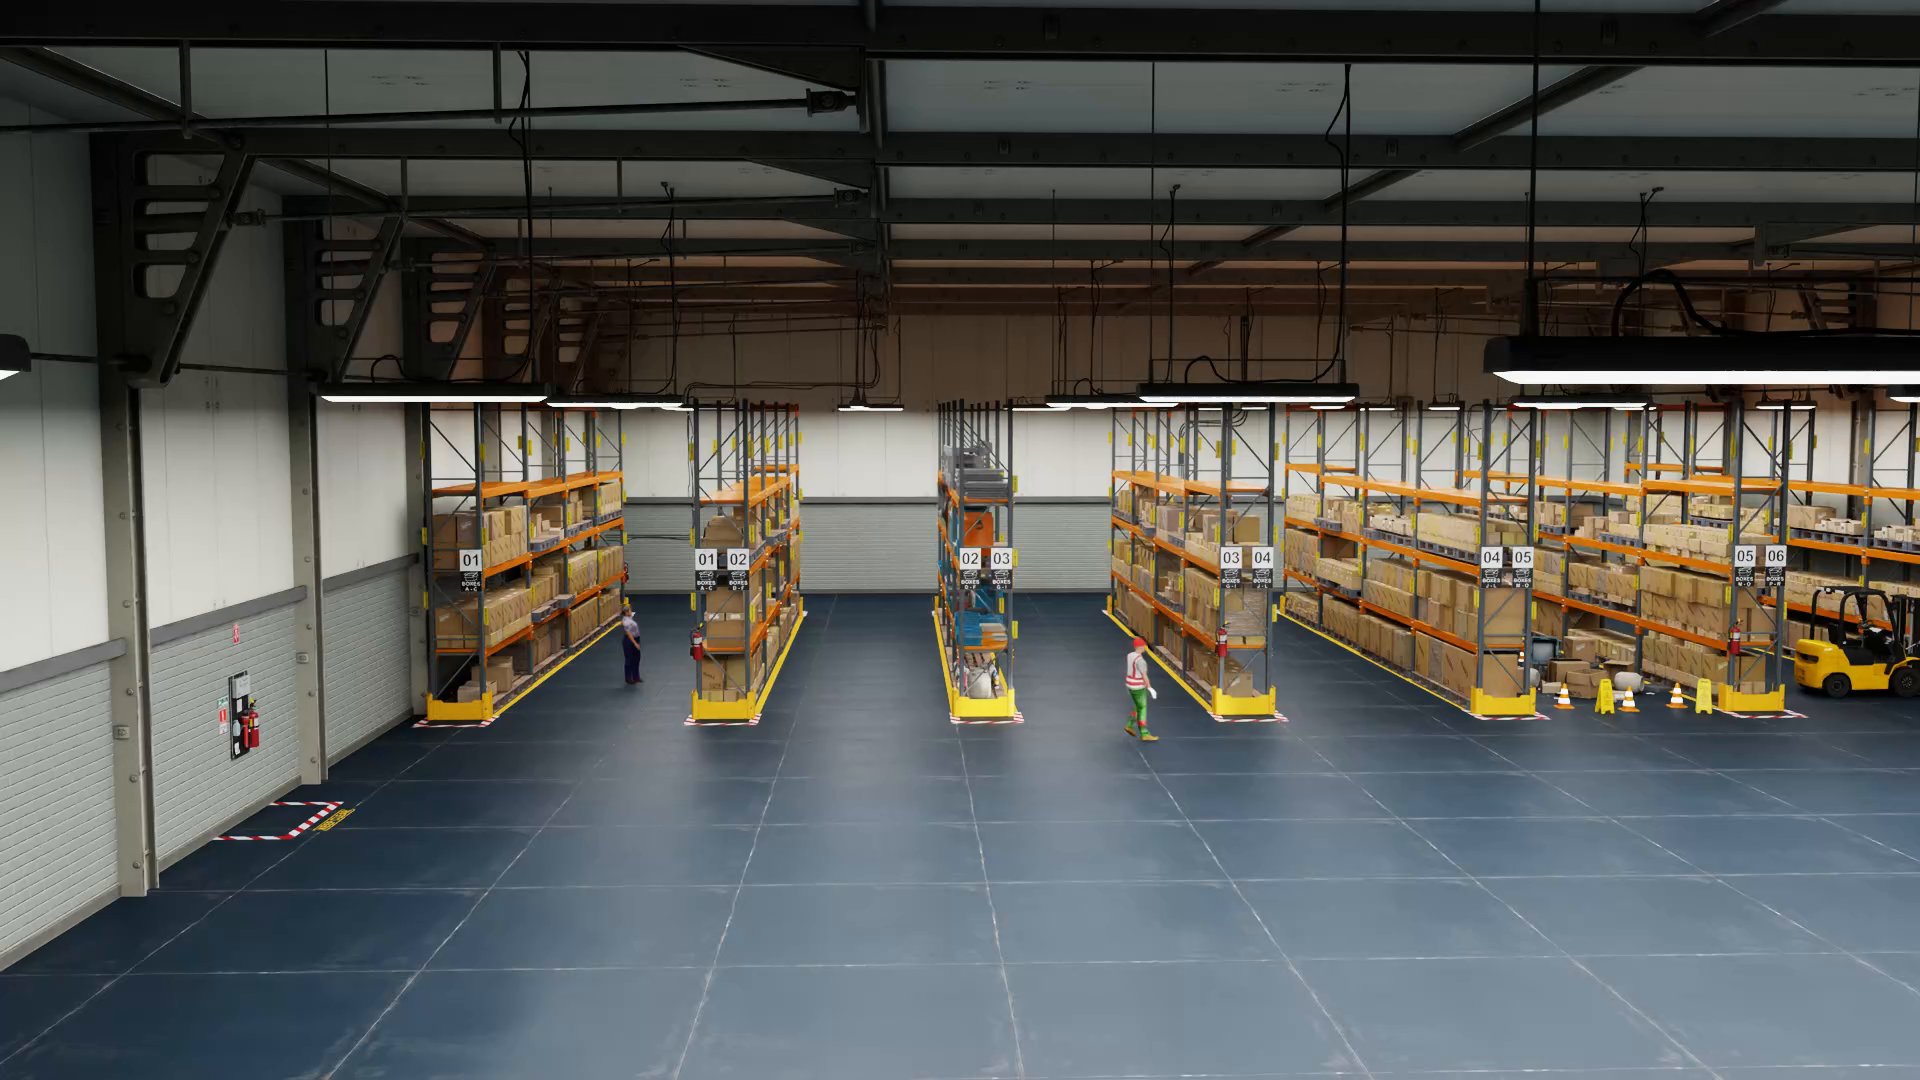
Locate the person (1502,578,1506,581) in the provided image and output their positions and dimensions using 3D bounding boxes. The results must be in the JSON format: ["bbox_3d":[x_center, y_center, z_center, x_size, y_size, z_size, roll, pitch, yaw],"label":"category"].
[{"bbox_3d":[13.086,1.794,40.390,0.664,1.755,0.607,4,6,43],"label":"person"}]

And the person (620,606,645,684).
[{"bbox_3d":[-6.955,2.231,35.374,0.524,1.670,0.557,1,5,18],"label":"person"}]

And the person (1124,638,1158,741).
[{"bbox_3d":[3.161,2.604,29.209,0.523,1.786,0.705,-1,5,-17],"label":"person"}]
